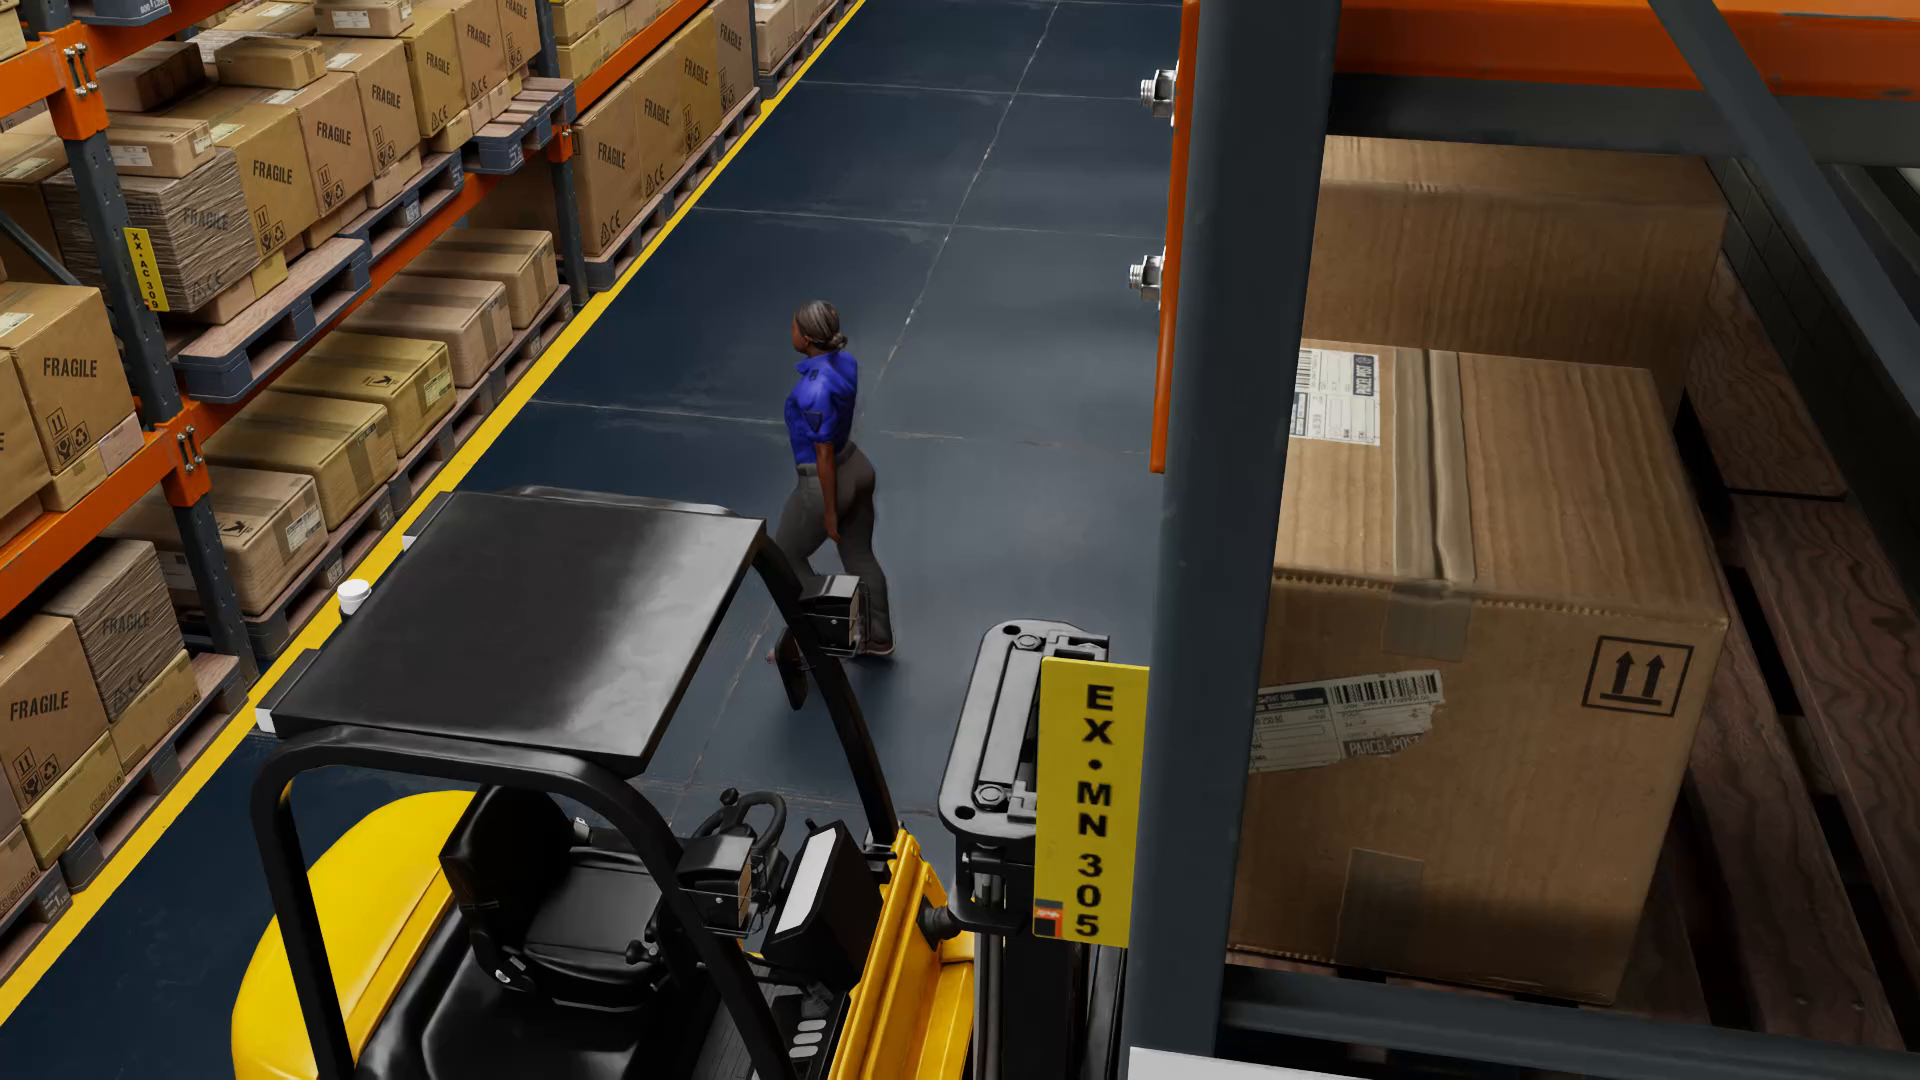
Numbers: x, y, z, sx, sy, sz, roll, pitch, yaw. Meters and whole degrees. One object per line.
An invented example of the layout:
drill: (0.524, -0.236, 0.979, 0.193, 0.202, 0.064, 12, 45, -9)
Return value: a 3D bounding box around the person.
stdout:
person: (-0.537, -0.211, 6.982, 0.530, 1.694, 0.465, 13, 35, 20)
